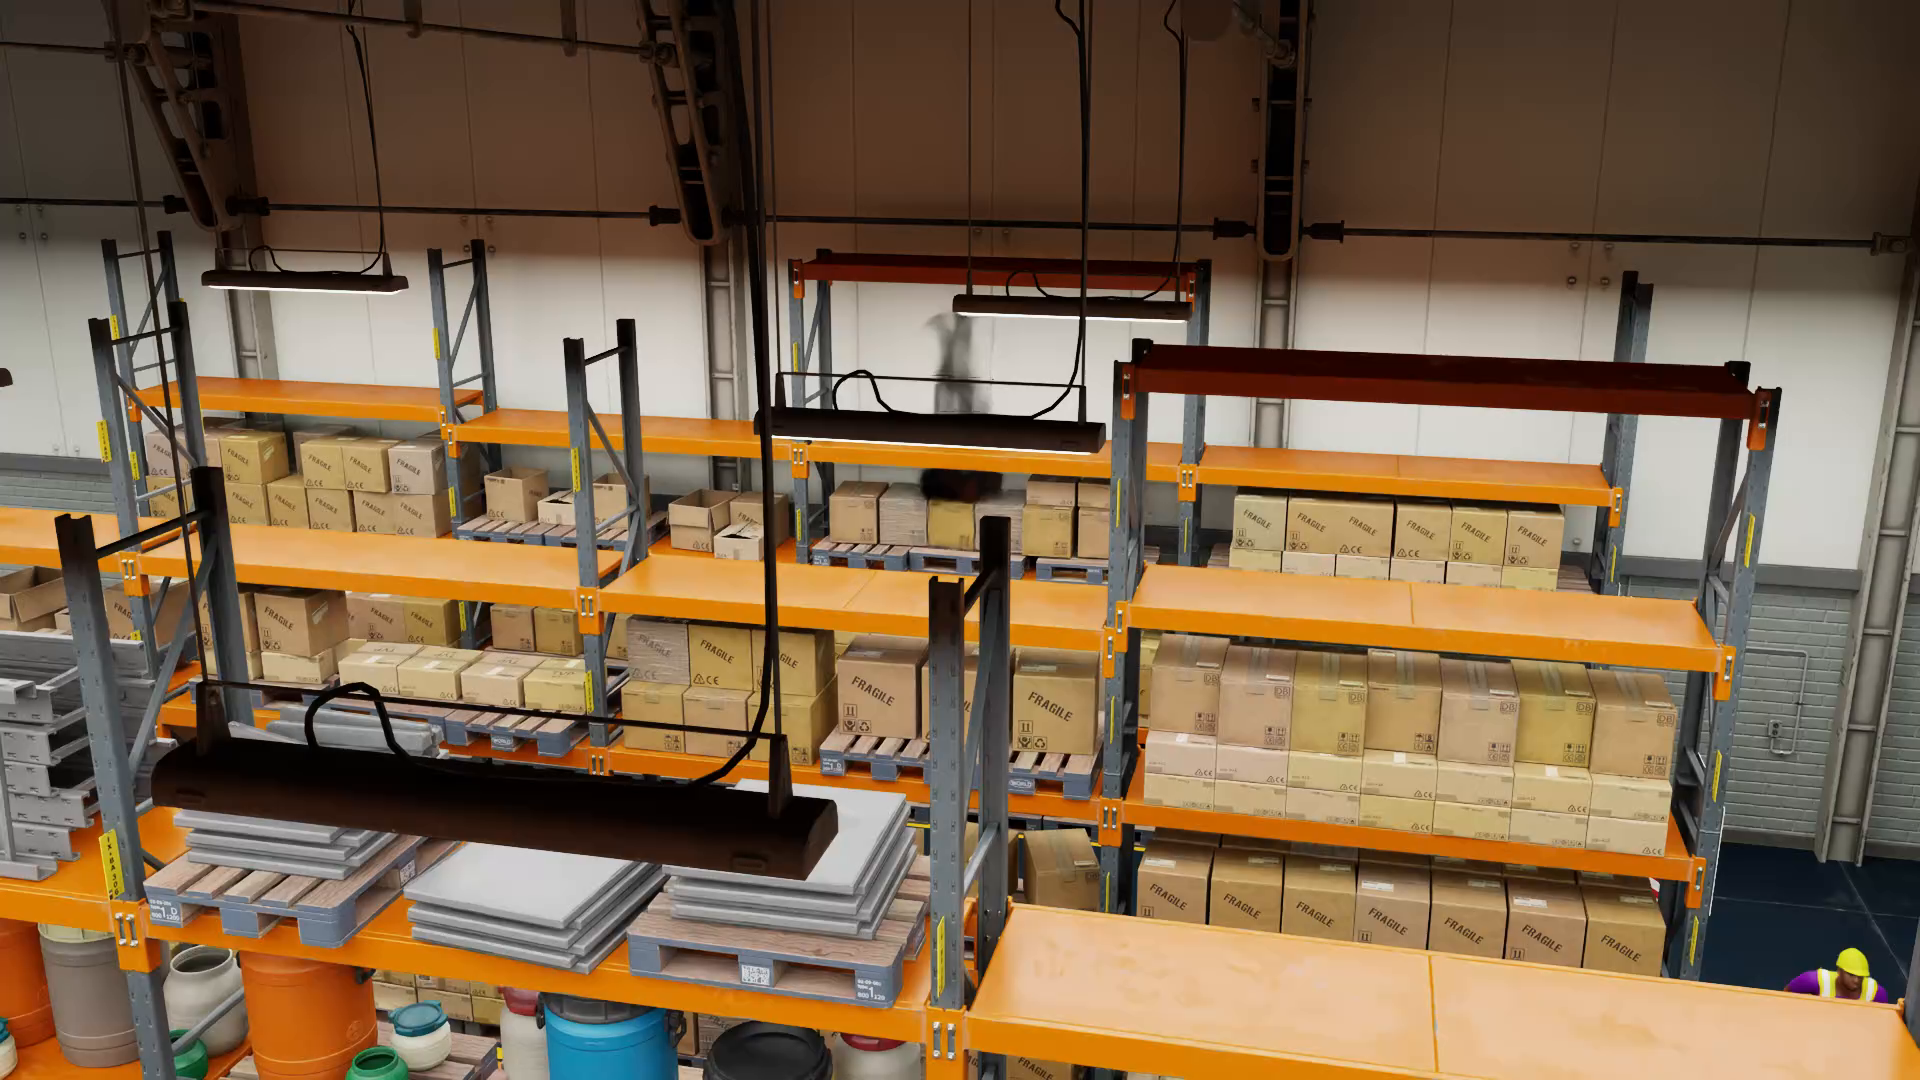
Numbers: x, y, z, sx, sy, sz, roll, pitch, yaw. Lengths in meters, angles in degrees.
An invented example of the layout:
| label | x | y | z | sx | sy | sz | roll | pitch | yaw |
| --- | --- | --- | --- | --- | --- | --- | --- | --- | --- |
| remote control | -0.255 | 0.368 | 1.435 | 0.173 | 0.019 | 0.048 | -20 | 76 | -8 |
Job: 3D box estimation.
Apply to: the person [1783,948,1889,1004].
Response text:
| label | x | y | z | sx | sy | sz | roll | pitch | yaw |
| --- | --- | --- | --- | --- | --- | --- | --- | --- | --- |
| person | 6.522 | 3.771 | 12.450 | 0.706 | 1.699 | 0.608 | 4 | 17 | 14 |
